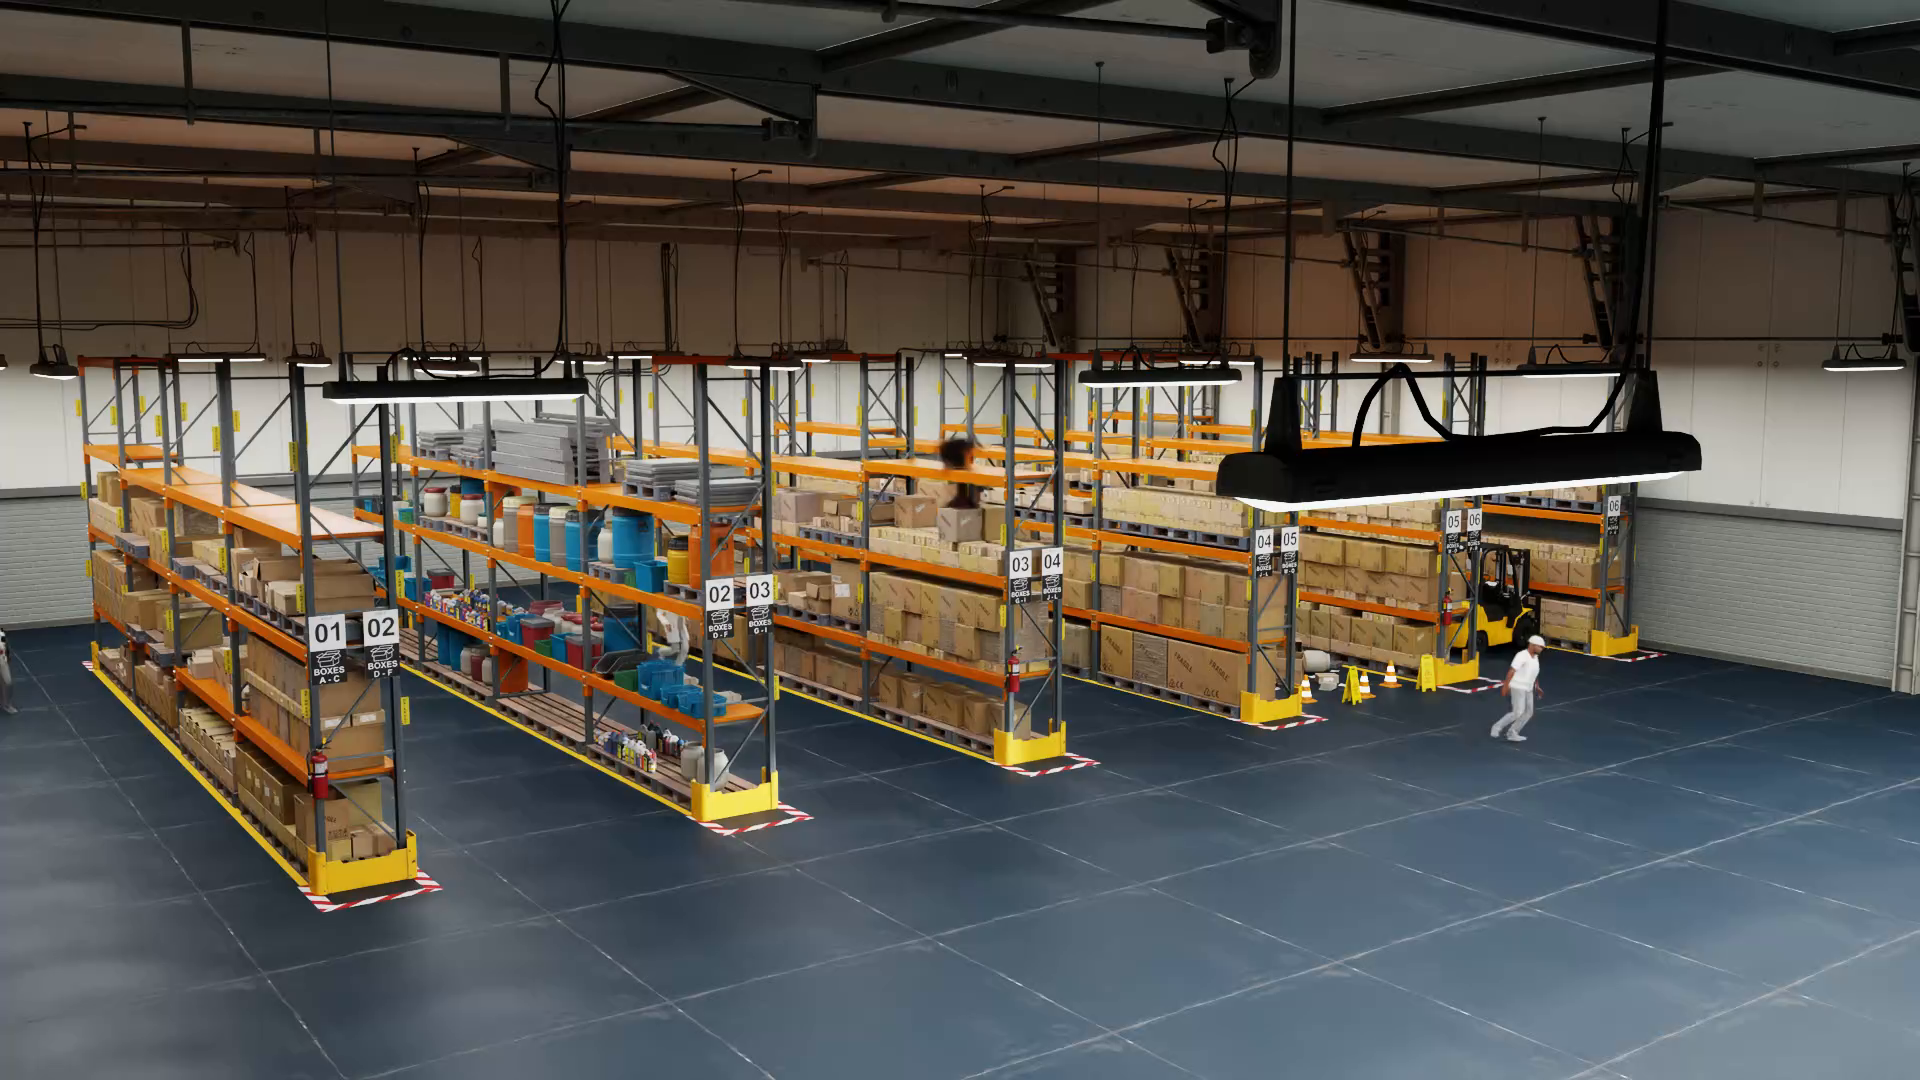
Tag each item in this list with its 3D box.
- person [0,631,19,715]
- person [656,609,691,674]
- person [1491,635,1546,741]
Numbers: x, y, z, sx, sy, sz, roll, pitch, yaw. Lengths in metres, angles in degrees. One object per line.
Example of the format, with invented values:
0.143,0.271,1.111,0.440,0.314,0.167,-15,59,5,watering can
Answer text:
-16.308,2.124,28.066,0.894,1.668,0.585,6,9,38,person
-5.422,1.680,31.464,0.721,1.734,0.728,6,9,42,person
8.788,2.323,26.115,0.692,1.684,0.835,6,9,42,person
